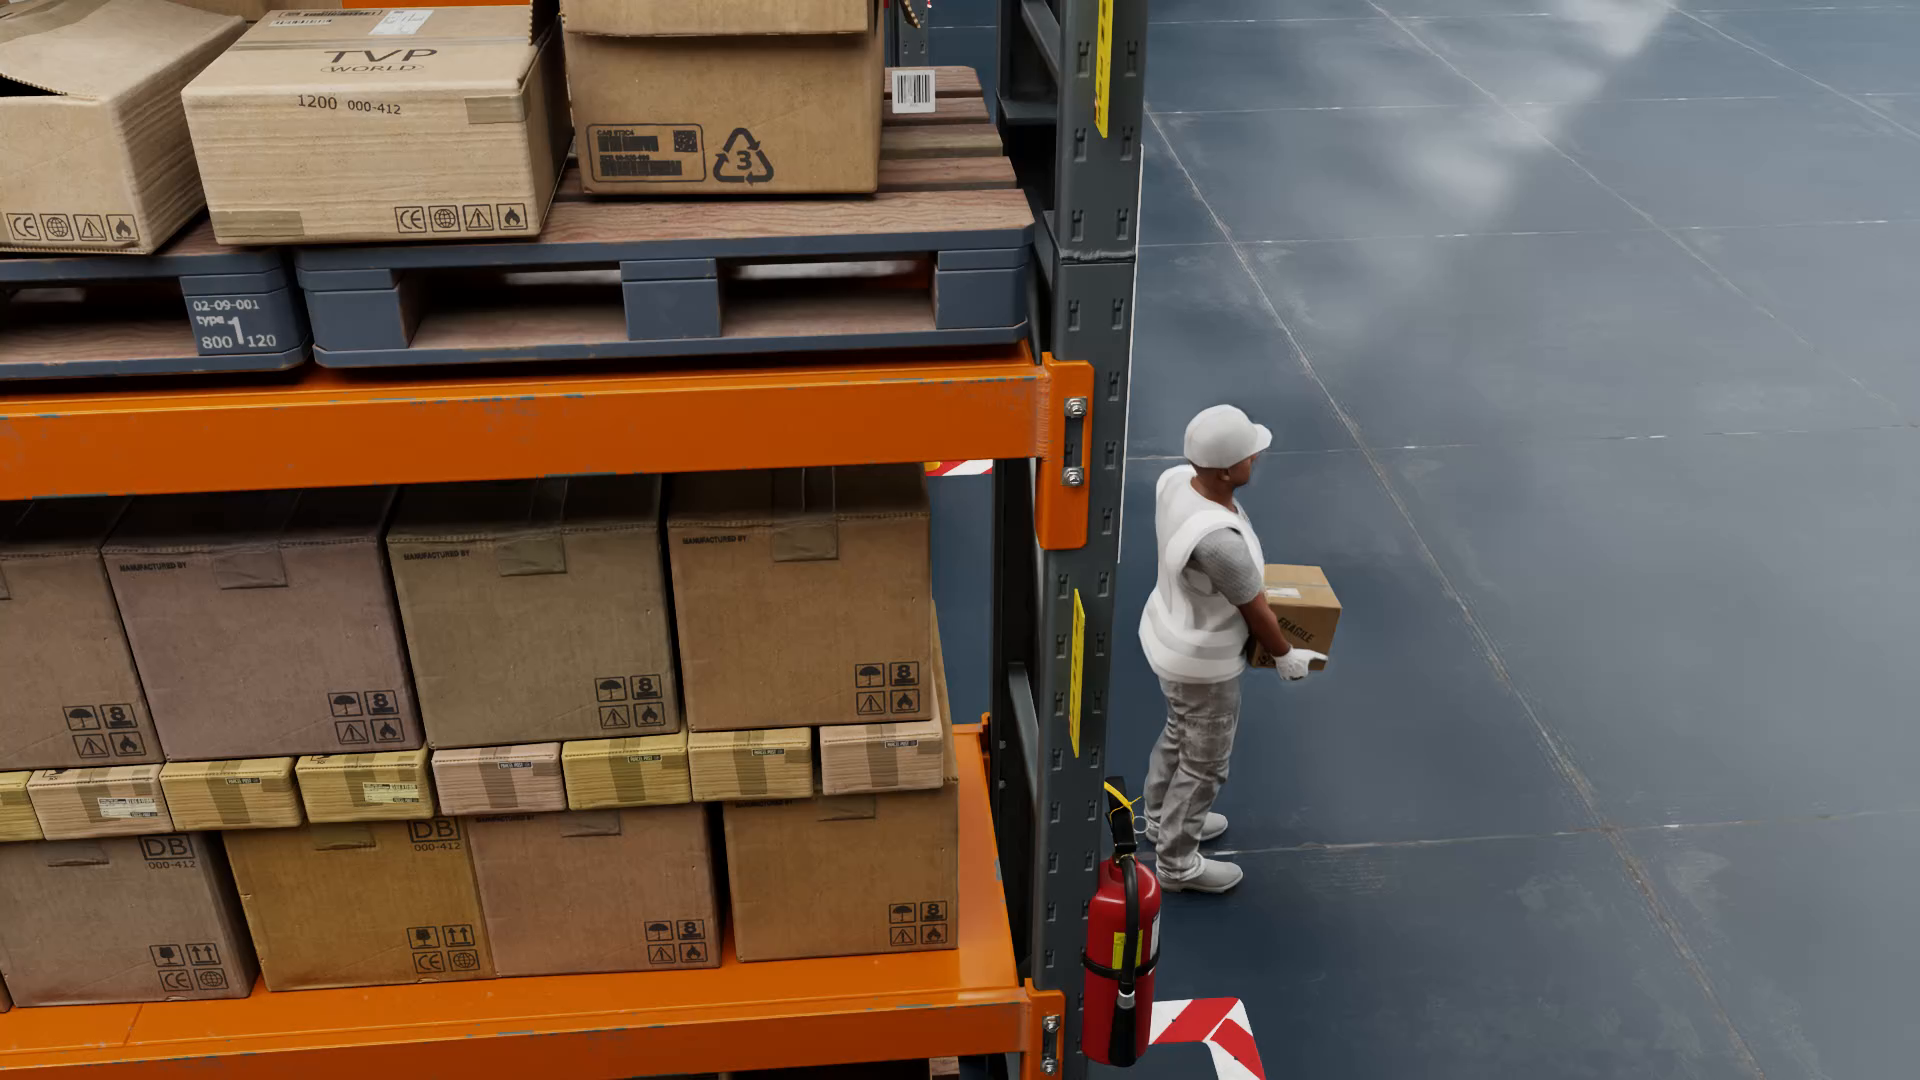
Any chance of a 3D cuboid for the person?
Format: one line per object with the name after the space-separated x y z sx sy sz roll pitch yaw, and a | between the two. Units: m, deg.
0.889 0.359 5.510 0.580 1.782 0.491 -3 31 -5 | person
